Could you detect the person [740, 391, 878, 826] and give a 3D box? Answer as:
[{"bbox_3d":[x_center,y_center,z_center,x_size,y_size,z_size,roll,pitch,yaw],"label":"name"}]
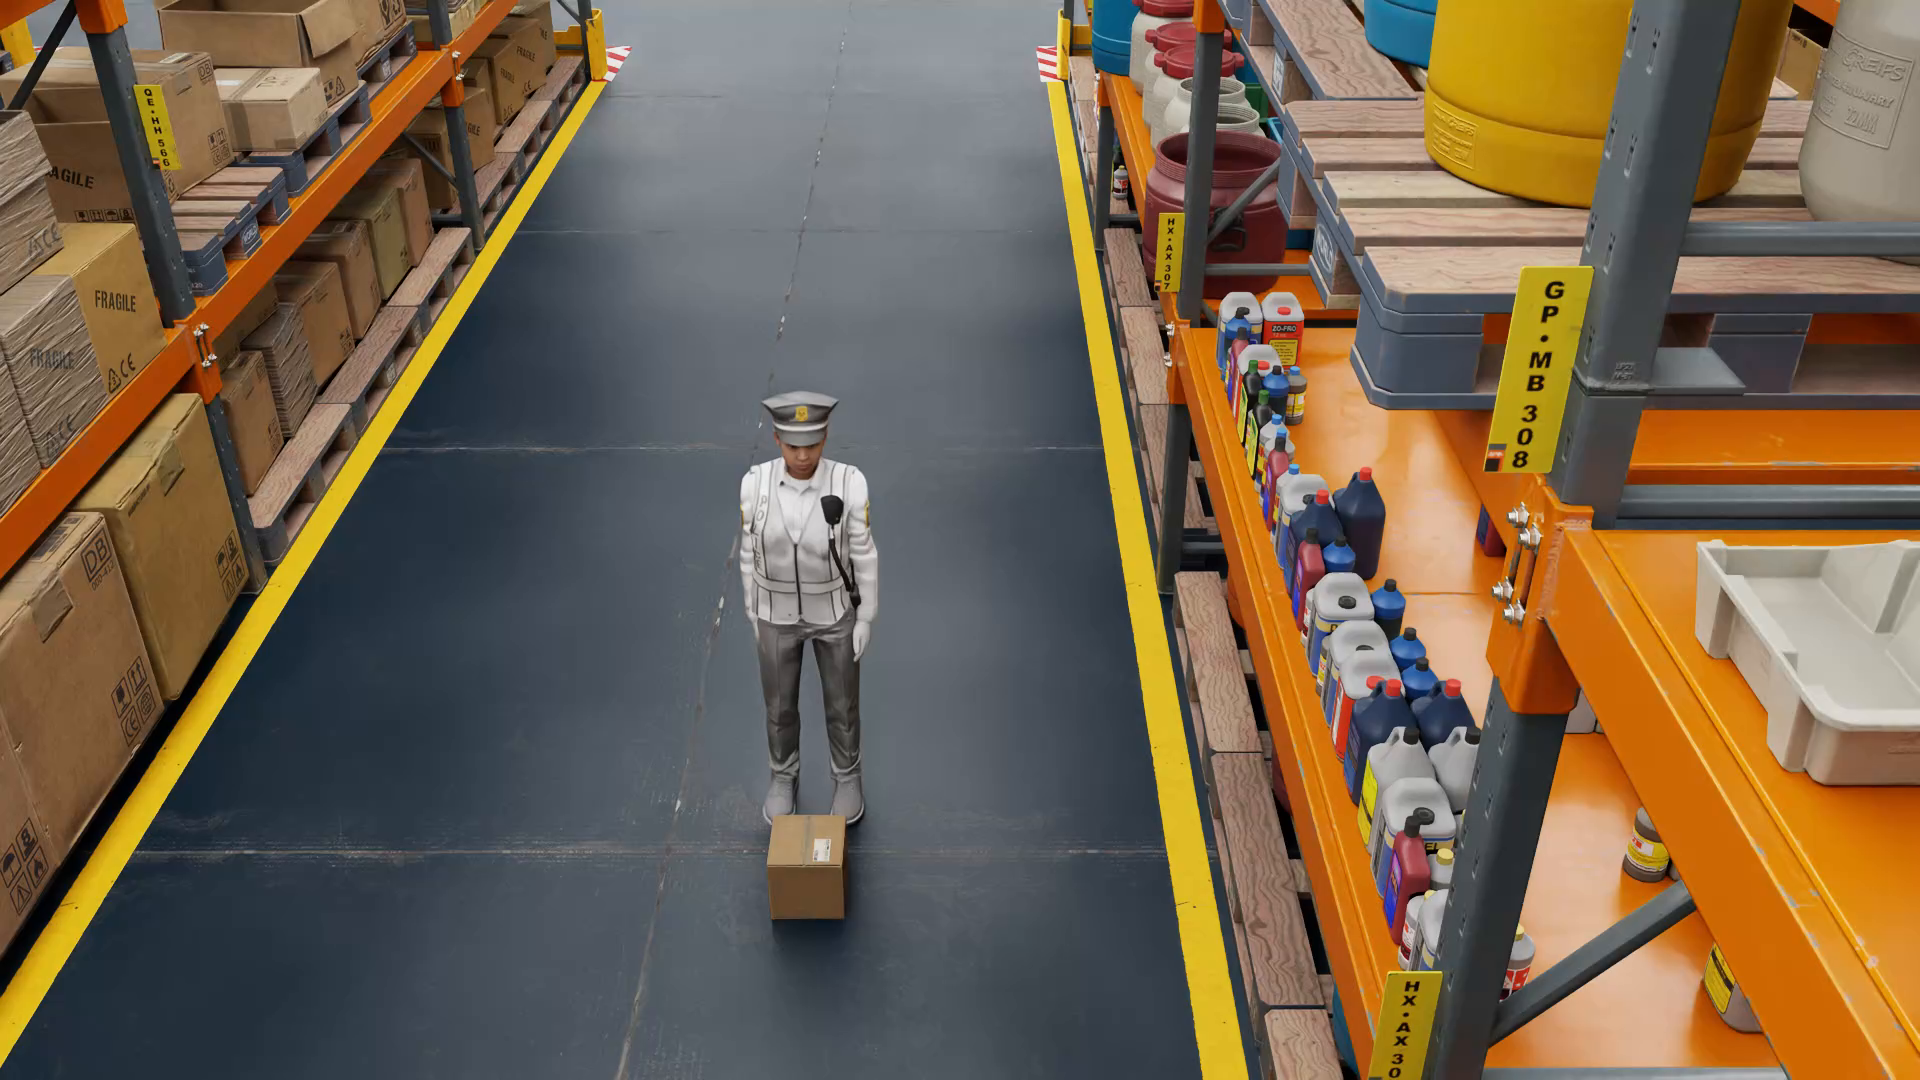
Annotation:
[{"bbox_3d":[-0.521,0.260,5.705,0.448,1.692,0.344,1,32,1],"label":"person"}]
